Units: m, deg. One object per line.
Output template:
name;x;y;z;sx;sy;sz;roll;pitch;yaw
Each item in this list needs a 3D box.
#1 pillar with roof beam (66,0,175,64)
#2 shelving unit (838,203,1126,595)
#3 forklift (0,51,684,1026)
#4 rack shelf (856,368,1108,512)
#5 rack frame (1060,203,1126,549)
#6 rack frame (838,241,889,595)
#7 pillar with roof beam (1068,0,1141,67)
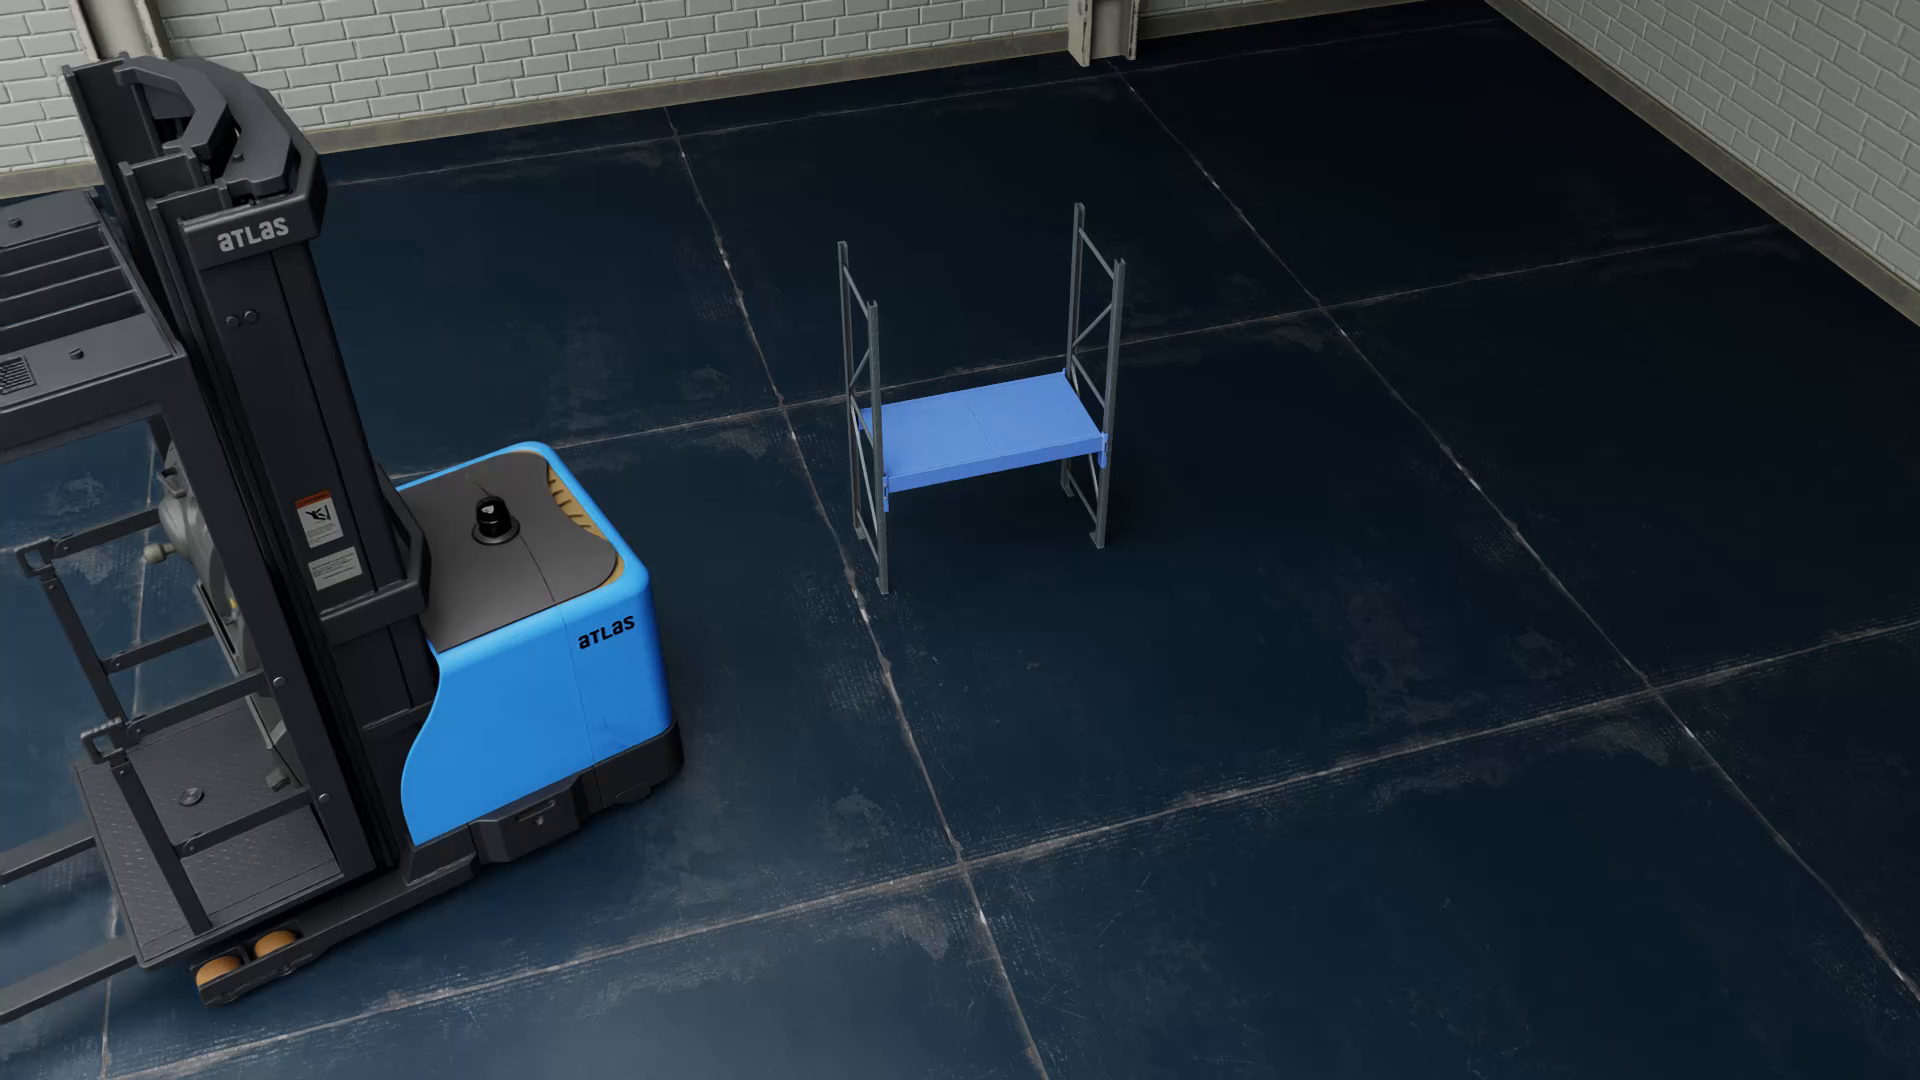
pillar with roof beam;-3.459;-2.844;4.016;0.400;9.000;9.100;-12;42;-13
shelving unit;0.081;-0.582;7.125;1.048;1.500;0.538;-12;42;-13
forklift;-2.590;0.102;5.256;3.031;2.935;1.130;-24;46;-25
rack shelf;0.081;-0.446;7.244;1.000;0.185;0.538;-12;42;-13
rack frame;0.566;-0.682;7.240;0.032;1.500;0.500;-12;42;-13
rack frame;-0.404;-0.481;7.010;0.032;1.500;0.500;-12;42;-13
pillar with roof beam;2.264;-4.030;5.373;0.400;9.000;9.100;-12;42;-13
